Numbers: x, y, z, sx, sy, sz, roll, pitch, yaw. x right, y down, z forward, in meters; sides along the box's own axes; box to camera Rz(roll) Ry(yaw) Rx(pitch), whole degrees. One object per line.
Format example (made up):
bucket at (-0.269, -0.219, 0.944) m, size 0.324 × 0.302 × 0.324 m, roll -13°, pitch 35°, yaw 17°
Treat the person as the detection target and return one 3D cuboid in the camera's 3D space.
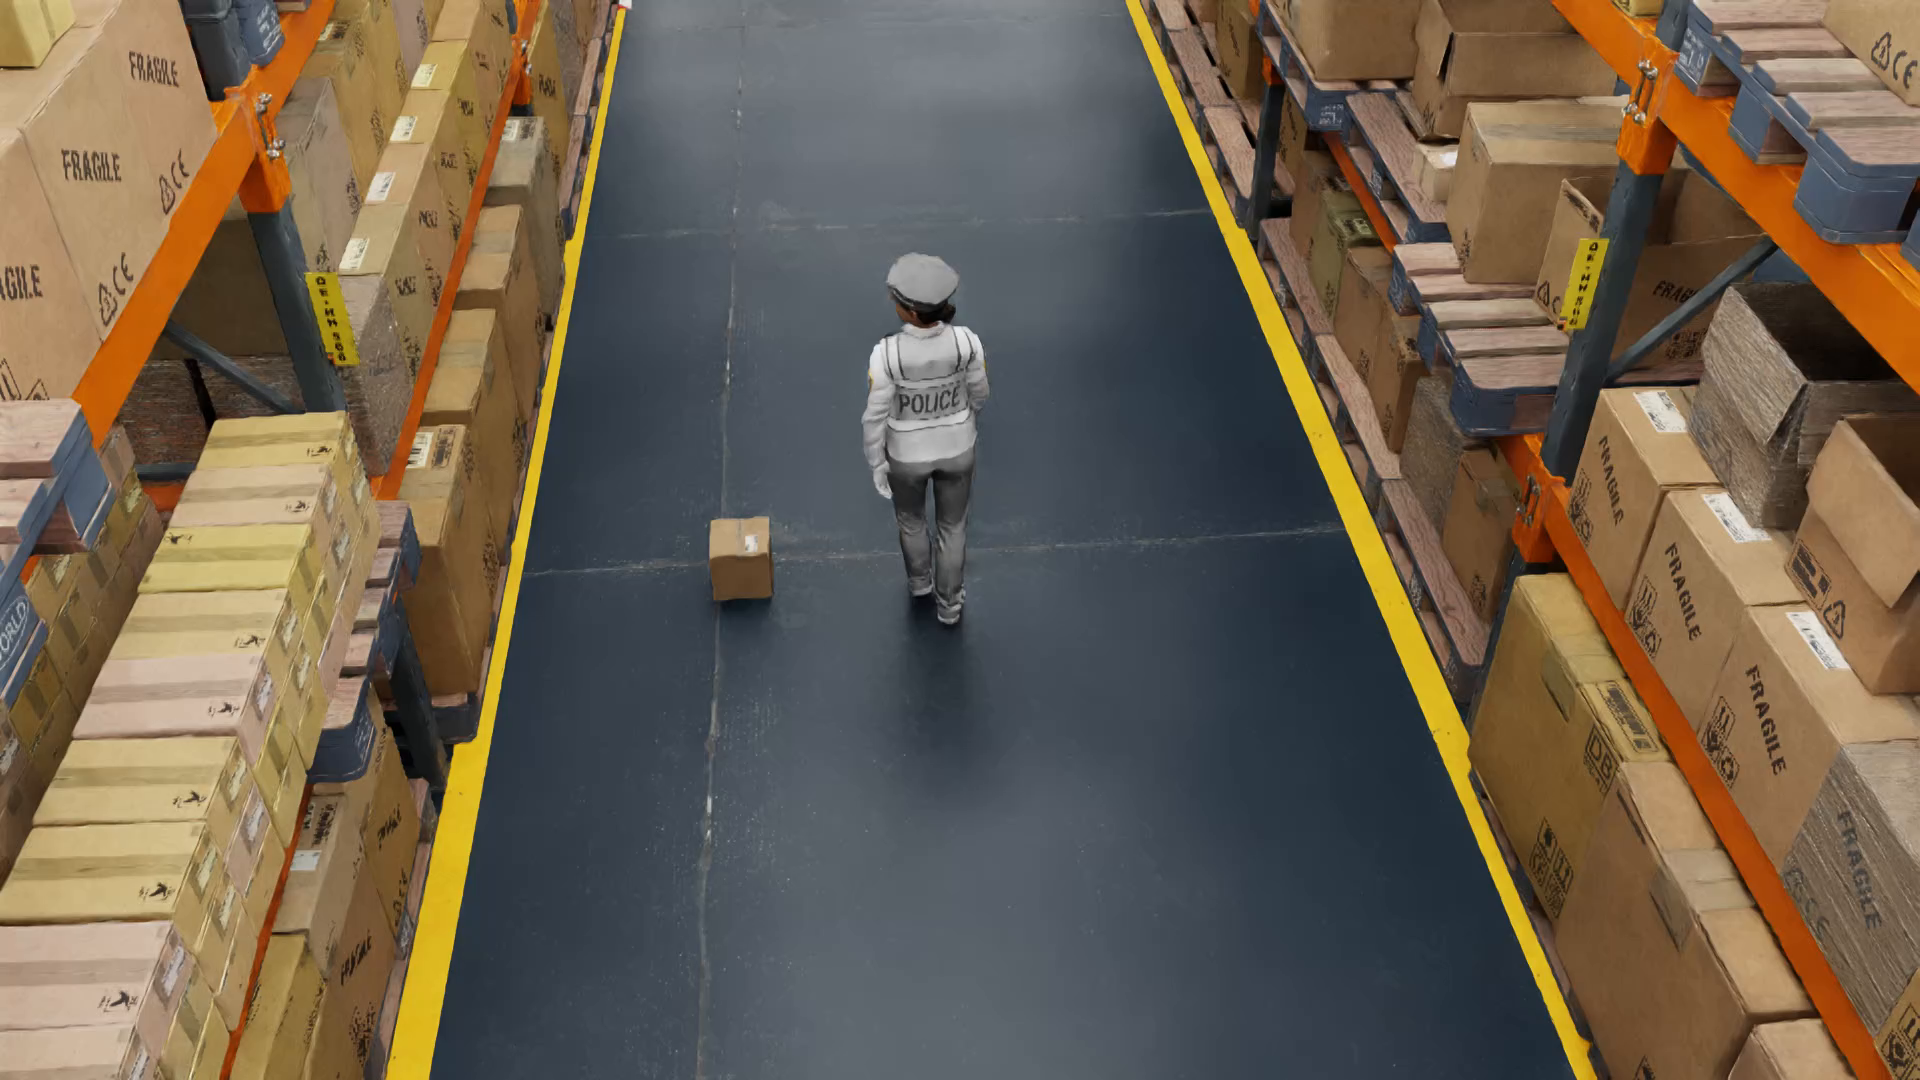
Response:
person at (-0.141, -0.368, 6.614) m, size 0.513 × 1.753 × 0.468 m, roll -5°, pitch 40°, yaw -6°
